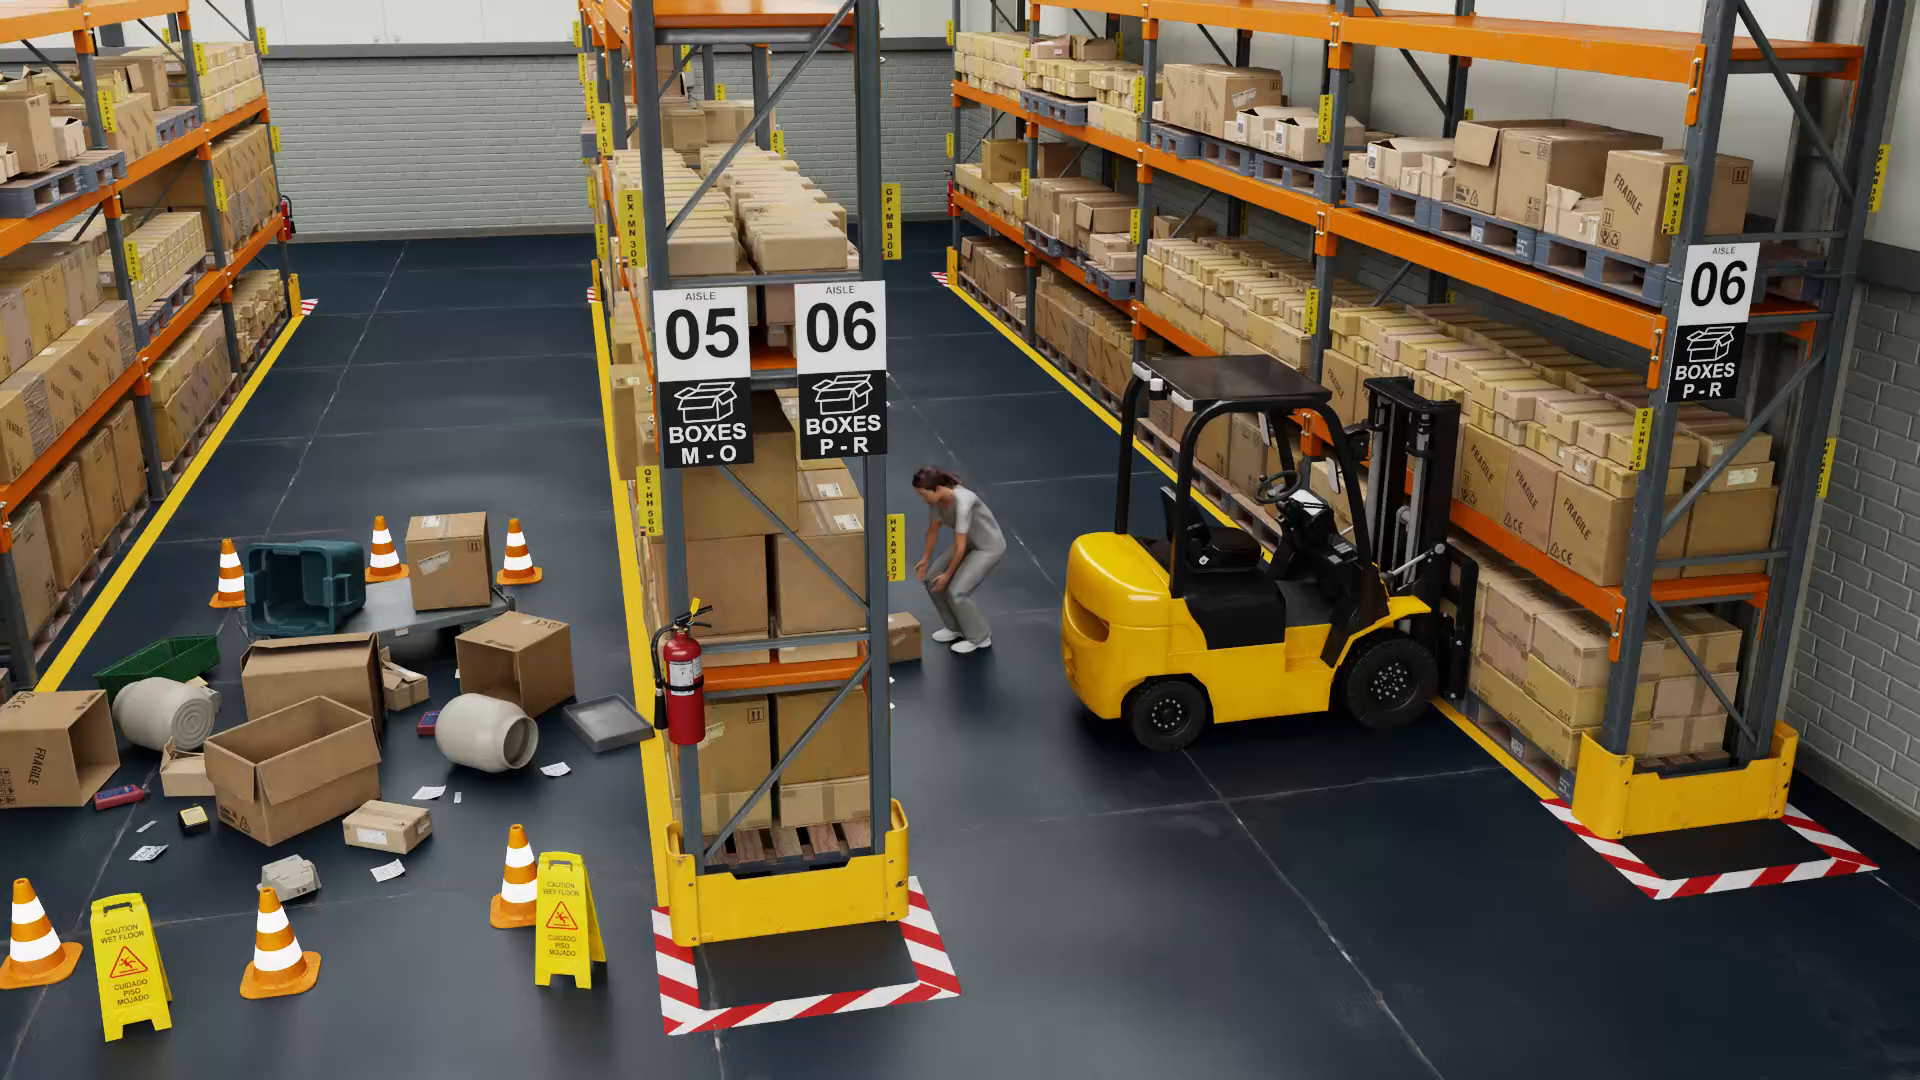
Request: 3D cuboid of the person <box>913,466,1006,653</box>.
[{"bbox_3d":[-0.005,0.107,11.291,0.667,1.333,0.491,-9,22,-23],"label":"person"}]
